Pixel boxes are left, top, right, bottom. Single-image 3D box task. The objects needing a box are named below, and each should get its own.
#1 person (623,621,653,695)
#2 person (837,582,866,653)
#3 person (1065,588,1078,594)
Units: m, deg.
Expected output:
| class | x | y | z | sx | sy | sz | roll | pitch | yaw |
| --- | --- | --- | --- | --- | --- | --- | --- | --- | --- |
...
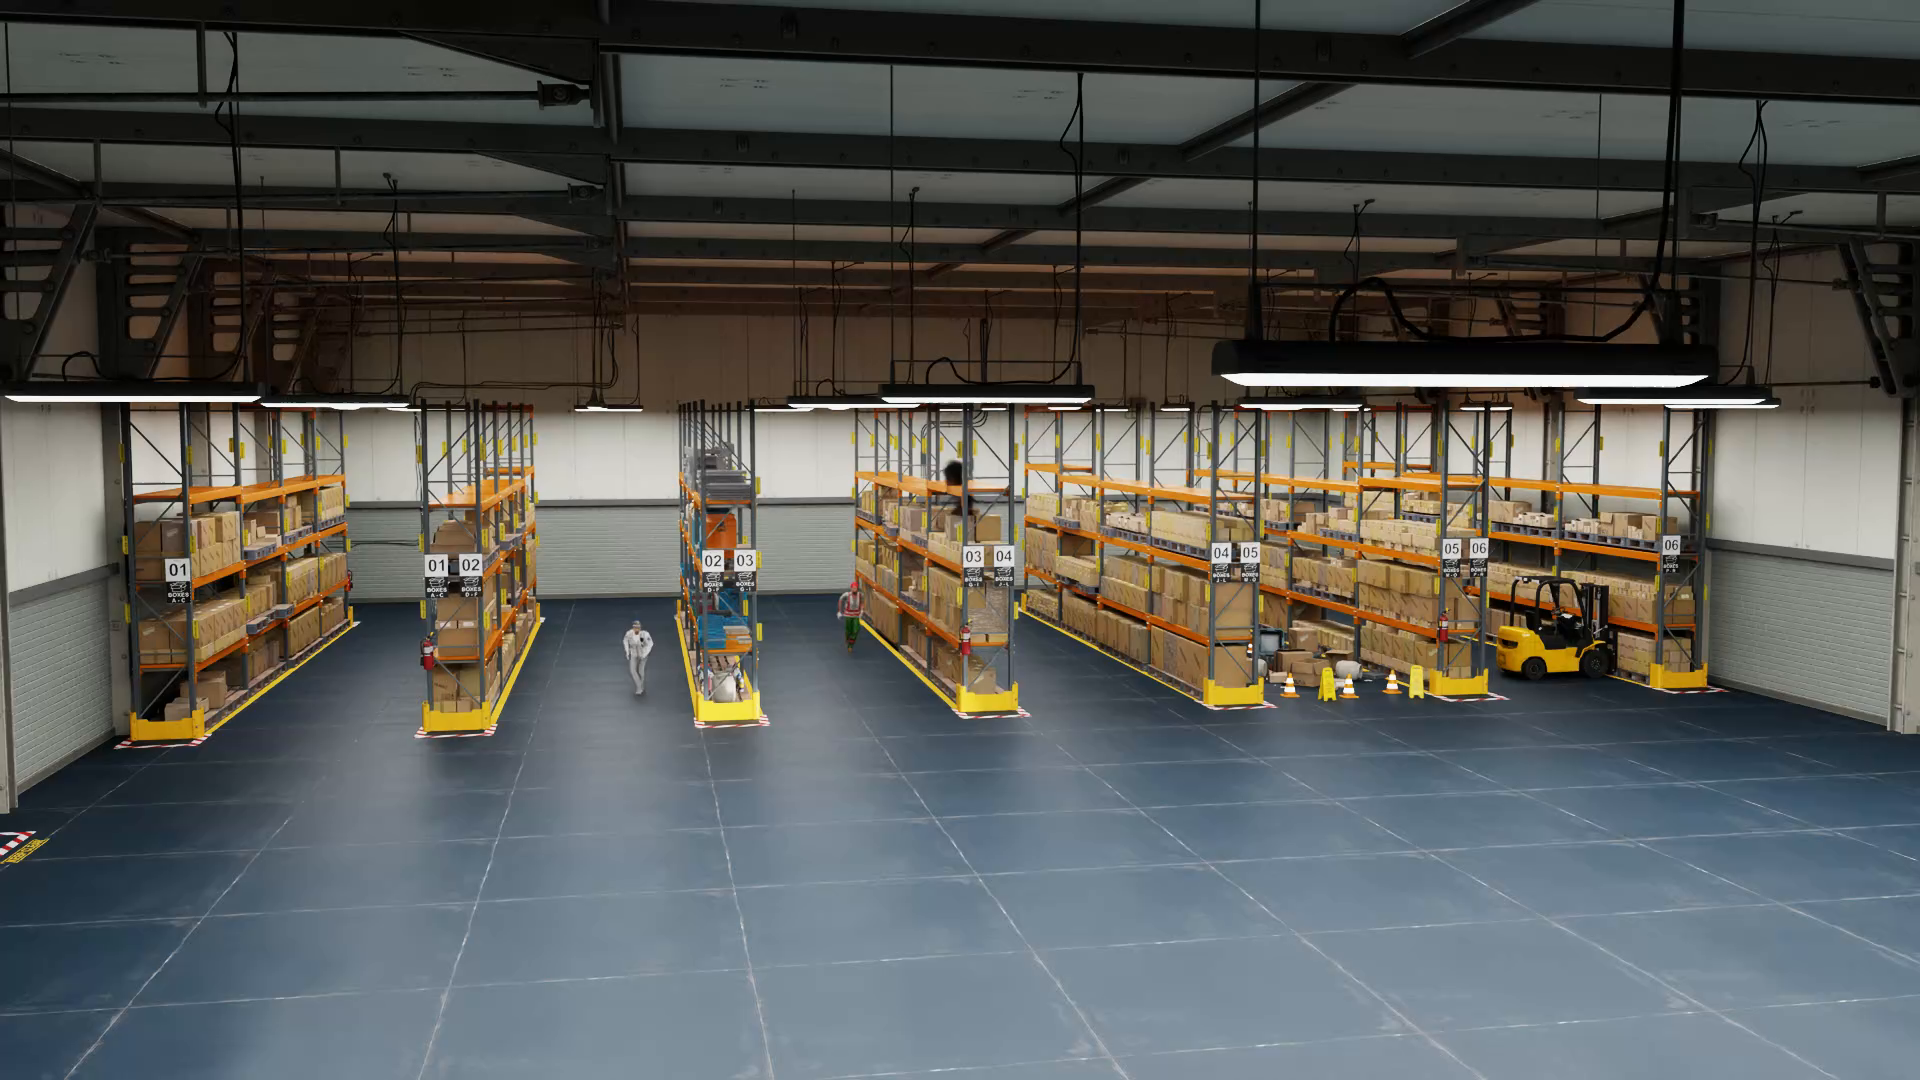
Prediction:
| class | x | y | z | sx | sy | sz | roll | pitch | yaw |
| --- | --- | --- | --- | --- | --- | --- | --- | --- | --- |
| person | -6.615 | 2.405 | 34.309 | 0.614 | 1.571 | 0.959 | 0 | 4 | -2 |
| person | -2.611 | 1.845 | 40.111 | 0.662 | 1.715 | 0.703 | -2 | 5 | -23 |
| person | 3.071 | 1.076 | 49.704 | 1.007 | 1.768 | 0.762 | 2 | 5 | 21 |
